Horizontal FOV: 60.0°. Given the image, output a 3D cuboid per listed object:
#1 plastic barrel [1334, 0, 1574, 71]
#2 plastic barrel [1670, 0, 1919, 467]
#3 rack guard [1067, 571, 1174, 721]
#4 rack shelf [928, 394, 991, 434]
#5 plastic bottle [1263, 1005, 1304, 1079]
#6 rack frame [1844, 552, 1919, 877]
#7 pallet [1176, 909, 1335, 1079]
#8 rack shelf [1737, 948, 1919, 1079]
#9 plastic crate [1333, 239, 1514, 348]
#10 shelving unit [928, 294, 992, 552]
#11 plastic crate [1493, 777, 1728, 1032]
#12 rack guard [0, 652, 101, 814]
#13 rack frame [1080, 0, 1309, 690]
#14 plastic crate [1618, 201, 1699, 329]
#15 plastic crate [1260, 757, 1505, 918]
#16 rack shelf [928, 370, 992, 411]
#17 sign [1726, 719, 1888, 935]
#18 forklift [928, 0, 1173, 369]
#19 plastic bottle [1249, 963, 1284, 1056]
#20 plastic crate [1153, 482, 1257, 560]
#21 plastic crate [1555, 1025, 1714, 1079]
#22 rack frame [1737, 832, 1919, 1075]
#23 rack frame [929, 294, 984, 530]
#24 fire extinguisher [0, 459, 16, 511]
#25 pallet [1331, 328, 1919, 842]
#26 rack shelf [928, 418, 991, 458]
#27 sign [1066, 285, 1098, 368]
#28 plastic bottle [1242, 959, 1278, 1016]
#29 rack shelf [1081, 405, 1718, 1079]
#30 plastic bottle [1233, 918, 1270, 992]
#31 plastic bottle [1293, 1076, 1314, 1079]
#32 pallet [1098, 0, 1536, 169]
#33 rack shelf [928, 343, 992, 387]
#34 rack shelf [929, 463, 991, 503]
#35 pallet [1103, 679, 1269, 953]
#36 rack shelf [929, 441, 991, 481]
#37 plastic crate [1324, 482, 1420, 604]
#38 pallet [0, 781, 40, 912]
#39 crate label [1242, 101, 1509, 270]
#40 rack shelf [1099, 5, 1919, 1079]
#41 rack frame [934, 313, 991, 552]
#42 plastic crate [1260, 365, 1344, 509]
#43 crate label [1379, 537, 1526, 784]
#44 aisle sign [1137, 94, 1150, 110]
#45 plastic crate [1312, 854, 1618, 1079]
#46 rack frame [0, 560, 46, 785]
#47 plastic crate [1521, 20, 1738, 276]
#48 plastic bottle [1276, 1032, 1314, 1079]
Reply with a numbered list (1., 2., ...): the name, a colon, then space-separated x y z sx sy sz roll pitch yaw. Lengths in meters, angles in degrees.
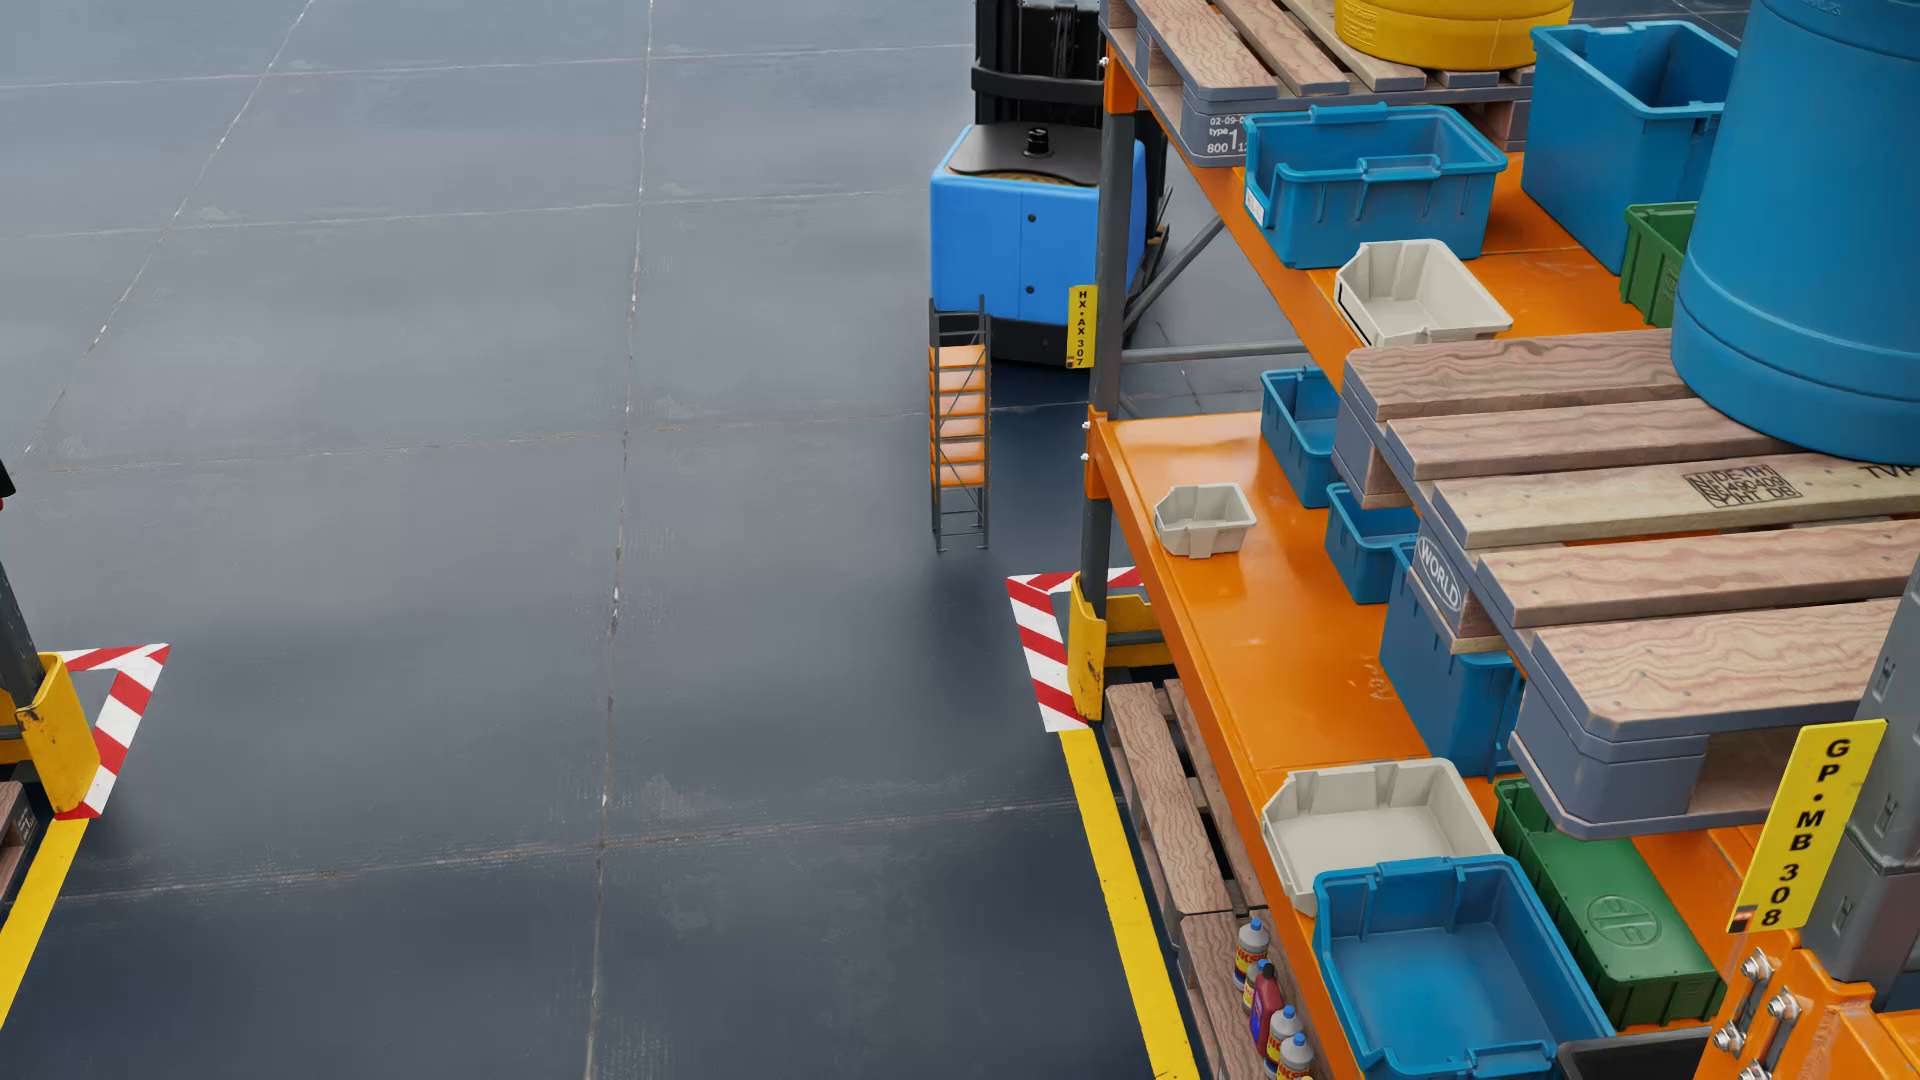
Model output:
1. plastic barrel: 1.262 -1.552 4.160 0.600 0.588 0.600 0 34 0
2. plastic barrel: 1.493 -0.639 2.543 0.600 0.901 0.708 -4 35 -6
3. rack guard: 1.039 0.384 6.742 1.175 0.500 0.348 -4 35 -6
4. rack shelf: -0.002 -0.566 7.381 0.258 0.103 0.180 -4 35 -6
5. plastic bottle: 0.964 1.485 4.940 0.097 0.271 0.097 0 34 0
6. rack frame: 1.521 -0.935 1.131 1.000 3.000 0.127 -4 35 -6
7. pallet: 1.304 1.637 5.161 1.003 0.211 1.213 -4 35 -6
8. rack shelf: 1.790 1.718 0.540 1.077 0.370 4.000 -4 35 -6
9. plastic crate: 0.904 -0.451 3.319 0.243 0.136 0.396 -4 35 -6
10. shelving unit: -0.002 -0.504 7.424 0.258 1.200 0.189 -4 35 -6
11. plastic crate: 1.618 0.853 4.023 0.450 0.188 0.662 -4 35 -6
12. rack guard: -3.915 0.763 6.187 1.175 0.500 0.348 -4 35 -6
13. rack frame: 0.983 -0.688 6.096 1.000 3.000 0.127 -4 35 -6
14. plastic crate: 1.578 -0.509 3.357 0.336 0.188 0.450 -4 35 -6
15. plastic crate: 1.051 0.766 4.196 0.530 0.136 0.437 -4 35 -6
16. rack shelf: -0.002 -0.665 7.314 0.258 0.103 0.180 -4 35 -6
17. sign: 0.974 0.337 1.921 0.100 0.325 0.005 -4 35 -6
18. forklift: 0.687 -2.955 9.484 1.130 2.935 3.031 8 35 12
19. plastic bottle: 0.930 1.416 5.030 0.061 0.283 0.133 -4 34 -6
20. plastic crate: 0.784 -0.055 5.401 0.298 0.136 0.250 -4 35 -6
21. plastic crate: 1.576 1.268 3.280 0.767 0.338 0.504 -4 35 -6
22. rack frame: 1.521 1.544 2.820 1.000 3.000 0.127 -4 35 -6
23. rack frame: -0.014 -0.555 7.499 0.240 1.200 0.006 -4 35 -6
24. fire extinguisher: -3.484 -0.379 5.712 0.296 0.674 0.183 -4 35 -6
25. pallet: 1.327 -0.012 2.609 1.213 0.211 1.003 -4 35 -6
26. rack shelf: -0.002 -0.467 7.449 0.258 0.103 0.180 -4 35 -6
27. sign: 0.437 -0.763 5.960 0.100 0.325 0.005 -4 35 -6
28. plastic bottle: 0.932 1.380 5.156 0.097 0.201 0.097 0 34 0
29. rack shelf: 1.252 0.726 4.660 1.077 0.370 4.000 -4 35 -6
30. plastic bottle: 0.918 1.293 5.221 0.097 0.271 0.097 0 34 0
31. plastic bottle: 0.991 1.625 4.797 0.097 0.201 0.097 0 34 0
32. pallet: 0.997 -1.380 4.616 1.003 0.211 1.213 -4 35 -6
33. rack shelf: -0.002 -0.765 7.246 0.258 0.103 0.180 -4 35 -6
34. rack shelf: -0.002 -0.269 7.584 0.258 0.103 0.180 -4 35 -6
35. pallet: 1.143 0.957 6.158 1.003 0.211 1.213 -4 35 -6
36. rack shelf: -0.002 -0.368 7.517 0.258 0.103 0.180 -4 35 -6
37. plastic crate: 1.428 -0.007 5.228 0.499 0.251 0.408 -4 35 -6
38. pallet: -3.841 1.338 5.599 1.003 0.211 1.213 -4 35 -6
39. crate label: 0.907 -0.796 3.723 0.502 0.251 0.408 -4 35 -6
40. rack shelf: 1.252 -0.514 3.816 1.077 0.370 4.000 -4 35 -6
41. rack frame: 0.010 -0.453 7.349 0.240 1.200 0.006 -4 35 -6
42. plastic crate: 1.346 -0.370 5.761 0.499 0.251 0.616 -4 35 -6
43. crate label: 1.498 0.304 4.608 0.502 0.435 0.616 -4 35 -6
44. aisle sign: 0.683 -1.780 5.390 0.394 0.787 0.004 -4 35 -6
45. plastic crate: 1.103 1.009 3.738 0.499 0.251 0.616 -4 35 -6
46. rack frame: -3.925 -0.313 5.545 1.000 3.000 0.127 -4 35 -6
47. plastic crate: 1.537 -0.879 3.727 0.392 0.384 0.575 -4 35 -6
48. plastic bottle: 0.977 1.540 4.858 0.097 0.271 0.097 0 34 0
